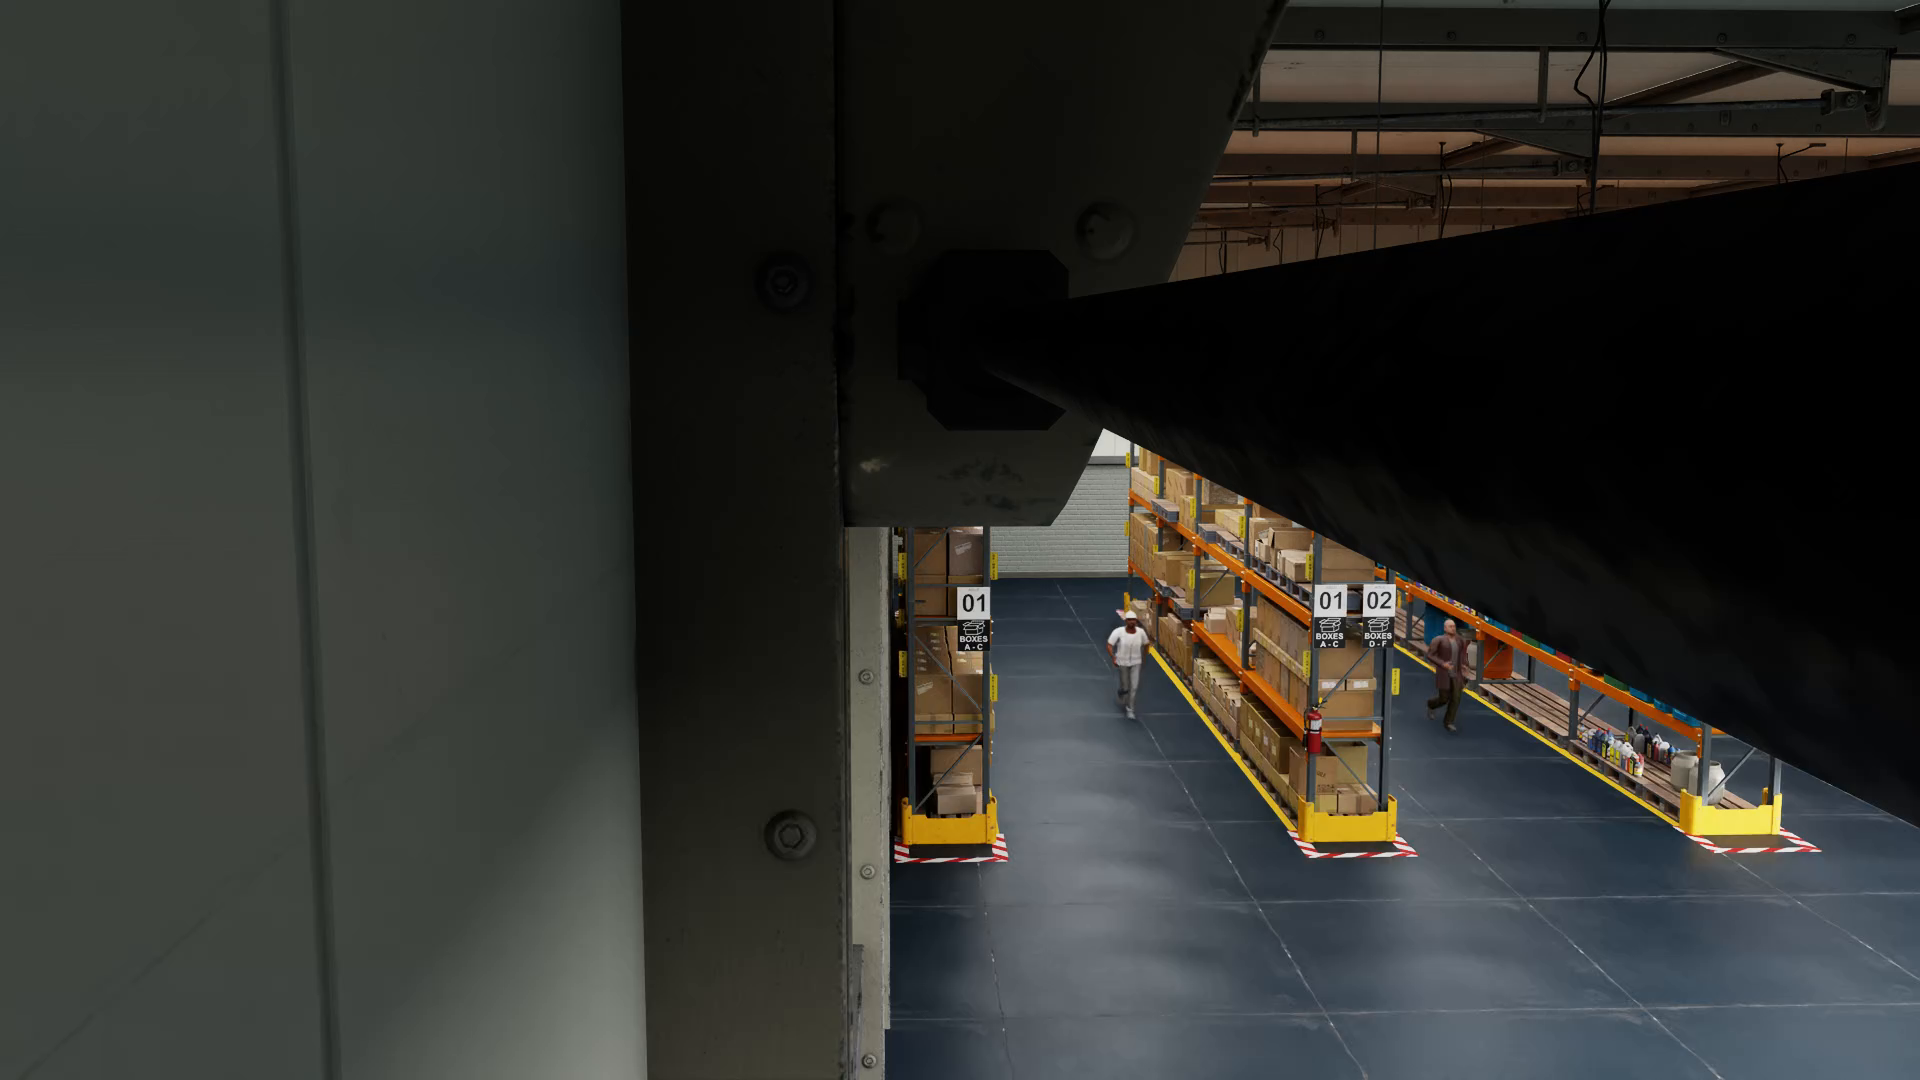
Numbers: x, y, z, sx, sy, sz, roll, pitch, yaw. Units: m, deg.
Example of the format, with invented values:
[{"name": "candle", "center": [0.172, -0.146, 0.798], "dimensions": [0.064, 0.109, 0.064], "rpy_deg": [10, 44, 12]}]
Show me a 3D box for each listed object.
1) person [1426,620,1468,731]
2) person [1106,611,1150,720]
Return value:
[{"name": "person", "center": [7.681, 2.111, 26.247], "dimensions": [0.709, 1.737, 0.757], "rpy_deg": [-2, 8, -16]}, {"name": "person", "center": [2.753, 2.013, 27.130], "dimensions": [0.717, 1.741, 0.764], "rpy_deg": [-1, 7, -5]}]
